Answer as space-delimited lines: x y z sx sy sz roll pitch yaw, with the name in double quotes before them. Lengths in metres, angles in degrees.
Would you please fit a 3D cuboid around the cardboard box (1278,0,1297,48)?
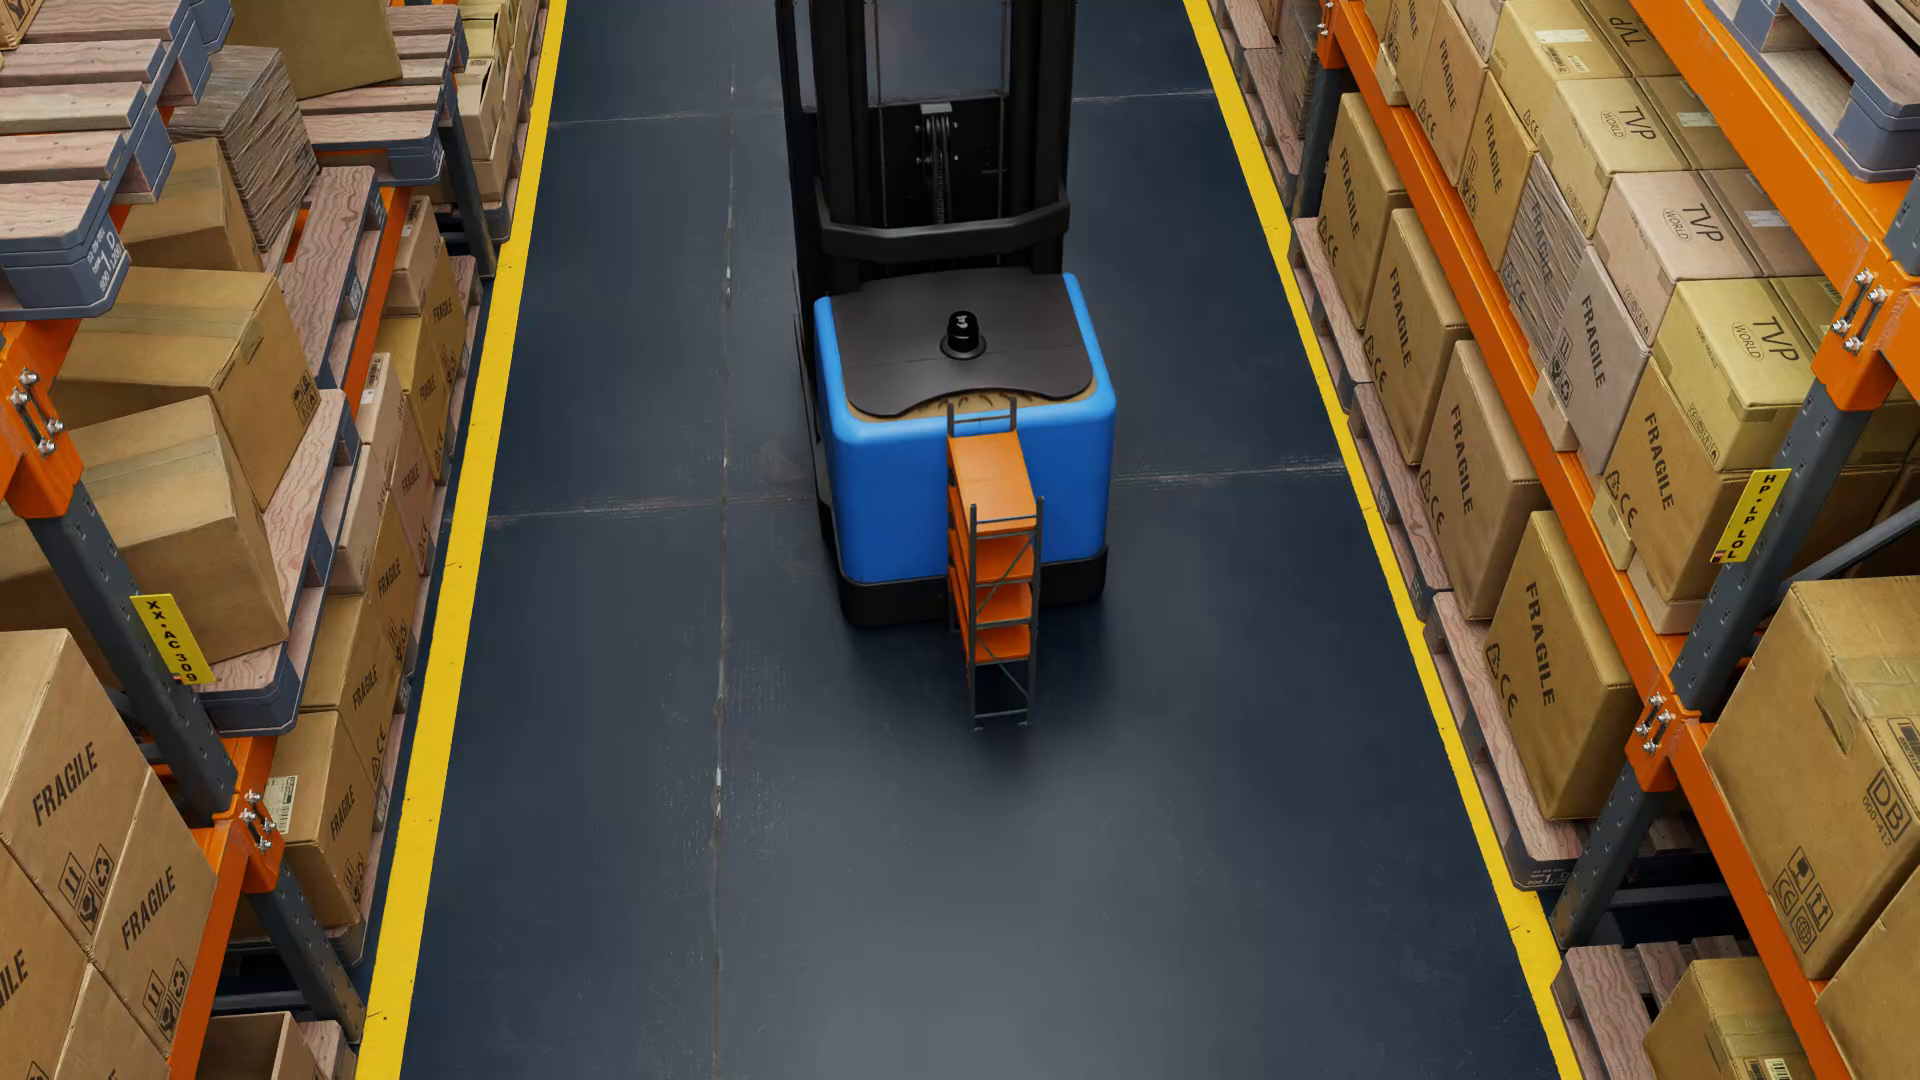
"cardboard box" 2.130 -2.809 8.899 0.700 0.500 0.500 -4 47 -3

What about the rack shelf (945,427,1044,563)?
"rack shelf" 0.114 -0.157 5.668 0.258 0.148 0.480 -6 47 -6

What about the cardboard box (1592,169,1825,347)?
"cardboard box" 2.177 -0.820 4.793 0.500 0.250 0.500 -3 47 -2

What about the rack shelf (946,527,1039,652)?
"rack shelf" 0.114 0.159 6.002 0.258 0.148 0.480 -6 47 -6

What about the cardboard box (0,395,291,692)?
"cardboard box" -2.248 0.043 4.422 0.700 0.500 0.500 -18 49 -16

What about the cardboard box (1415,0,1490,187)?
"cardboard box" 2.030 -1.658 6.103 0.500 0.500 0.500 -4 47 -3

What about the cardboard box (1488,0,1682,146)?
"cardboard box" 2.091 -1.558 5.492 0.500 0.250 0.500 -4 47 -4

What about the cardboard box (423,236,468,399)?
"cardboard box" -2.454 -0.945 7.134 0.500 0.500 0.500 -2 47 -2

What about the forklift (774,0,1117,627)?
"forklift" -0.161 -1.755 6.530 1.130 2.935 3.031 -6 47 -6

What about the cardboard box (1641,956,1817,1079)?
"cardboard box" 2.465 1.537 4.797 0.700 0.500 0.500 -3 47 -3

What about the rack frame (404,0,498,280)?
"rack frame" -2.766 -2.316 7.014 1.000 3.000 0.127 -3 47 -3

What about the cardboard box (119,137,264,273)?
"cardboard box" -2.641 -0.875 5.291 0.700 0.500 0.500 -14 48 -13

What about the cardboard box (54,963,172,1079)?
"cardboard box" -2.089 1.263 3.556 0.500 0.500 0.500 -2 47 -2

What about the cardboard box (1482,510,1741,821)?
"cardboard box" 2.321 0.407 5.627 0.750 0.750 0.750 -3 47 -3

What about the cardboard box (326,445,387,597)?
"cardboard box" -2.313 -0.060 5.779 0.500 0.250 0.500 -3 47 -3

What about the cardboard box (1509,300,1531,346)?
"cardboard box" 2.132 -0.795 5.733 0.380 0.149 0.250 -5 47 -4

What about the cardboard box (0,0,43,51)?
"cardboard box" -2.479 -1.517 3.765 0.600 0.600 0.600 -4 47 -4

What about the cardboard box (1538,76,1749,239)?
"cardboard box" 2.135 -1.189 5.143 0.500 0.250 0.500 -3 47 -3

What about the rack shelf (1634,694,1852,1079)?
"rack shelf" 2.672 1.969 3.451 1.077 0.370 4.000 -3 47 -3

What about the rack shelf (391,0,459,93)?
"rack shelf" -2.934 -3.515 8.645 1.077 0.370 4.000 -3 47 -3

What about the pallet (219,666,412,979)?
"pallet" -2.537 0.951 5.841 1.003 0.211 1.213 -3 47 -3

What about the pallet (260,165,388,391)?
"pallet" -2.599 -0.843 5.751 1.003 0.211 1.213 -3 47 -3

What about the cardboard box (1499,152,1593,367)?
"cardboard box" 2.129 -0.920 5.405 0.500 0.500 0.500 -3 47 -3

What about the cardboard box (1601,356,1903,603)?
"cardboard box" 2.215 -0.188 4.711 0.500 0.500 0.500 -4 47 -4

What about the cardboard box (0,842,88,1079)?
"cardboard box" -2.085 0.921 3.191 0.500 0.500 0.500 -4 47 -4

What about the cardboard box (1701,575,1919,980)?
"cardboard box" 2.534 0.565 4.079 0.980 0.700 0.700 -3 47 -3

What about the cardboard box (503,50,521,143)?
"cardboard box" -2.560 -2.275 8.580 0.500 0.250 0.500 -5 47 -4

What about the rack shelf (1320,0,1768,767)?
"rack shelf" 2.337 -0.925 6.192 1.077 0.370 4.000 -3 47 -3

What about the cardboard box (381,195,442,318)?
"cardboard box" -2.445 -1.163 6.824 0.500 0.250 0.500 -2 47 -2

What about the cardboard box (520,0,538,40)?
"cardboard box" -2.652 -3.022 9.287 0.500 0.250 0.500 -3 47 -2

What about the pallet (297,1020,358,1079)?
"pallet" -2.375 2.034 4.815 1.003 0.211 1.213 -3 47 -3

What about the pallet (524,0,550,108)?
"pallet" -2.895 -2.836 9.427 1.003 0.211 1.213 -3 47 -3

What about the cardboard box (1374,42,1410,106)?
"cardboard box" 1.917 -1.908 6.786 0.380 0.149 0.250 -2 47 -2

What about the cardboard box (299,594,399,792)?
"cardboard box" -2.285 0.536 5.731 0.500 0.500 0.500 -3 47 -3

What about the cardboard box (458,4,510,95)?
"cardboard box" -2.570 -2.484 8.391 0.500 0.311 0.500 -5 47 -4

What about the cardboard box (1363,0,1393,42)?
"cardboard box" 1.955 -2.396 6.802 0.500 0.500 0.500 -2 47 -2

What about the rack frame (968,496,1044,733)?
"rack frame" 0.151 0.288 5.787 0.240 1.200 0.015 -6 47 -6

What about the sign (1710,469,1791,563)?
"sign" 1.965 -0.056 4.131 0.100 0.325 0.005 -3 47 -3

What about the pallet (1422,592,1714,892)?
"pallet" 2.365 0.680 6.097 1.003 0.211 1.213 -3 47 -3

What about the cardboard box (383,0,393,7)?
"cardboard box" -2.753 -2.551 7.298 0.500 0.311 0.500 -1 47 -1

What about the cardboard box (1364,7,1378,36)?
"cardboard box" 1.967 -2.288 7.147 0.380 0.149 0.250 -4 47 -4

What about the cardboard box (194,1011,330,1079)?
"cardboard box" -2.101 1.681 4.647 0.500 0.500 0.500 -3 47 -3

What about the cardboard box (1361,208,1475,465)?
"cardboard box" 2.168 -0.851 6.817 0.750 0.750 0.750 -4 47 -3

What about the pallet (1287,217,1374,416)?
"pallet" 2.161 -1.086 7.769 1.003 0.211 1.213 -3 47 -3

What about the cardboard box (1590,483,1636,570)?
"cardboard box" 2.150 -0.055 5.031 0.380 0.149 0.250 -3 47 -3

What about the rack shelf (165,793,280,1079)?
"rack shelf" -2.264 2.273 3.164 1.077 0.370 4.000 -3 47 -3

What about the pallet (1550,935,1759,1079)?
"pallet" 2.490 1.788 5.048 1.003 0.211 1.213 -3 47 -3

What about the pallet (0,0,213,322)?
"pallet" -2.416 -0.865 3.703 1.213 0.211 1.003 -3 47 -3

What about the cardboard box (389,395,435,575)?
"cardboard box" -2.361 -0.191 6.420 0.500 0.500 0.500 -5 47 -5

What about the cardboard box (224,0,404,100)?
"cardboard box" -2.601 -2.046 6.400 0.700 0.500 0.500 -18 49 -16

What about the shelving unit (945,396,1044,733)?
"shelving unit" 0.114 0.113 5.953 0.258 1.200 0.503 -6 47 -6

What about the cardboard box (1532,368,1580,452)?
"cardboard box" 2.092 -0.432 5.389 0.380 0.149 0.250 -3 47 -3

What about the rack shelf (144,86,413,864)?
"rack shelf" -2.599 -0.621 5.905 1.077 0.370 4.000 -3 47 -3

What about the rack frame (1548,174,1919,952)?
"rack frame" 2.505 0.274 4.561 1.000 3.000 0.127 -3 47 -3

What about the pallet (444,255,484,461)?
"pallet" -2.741 -0.814 7.512 1.003 0.211 1.213 -3 47 -3
